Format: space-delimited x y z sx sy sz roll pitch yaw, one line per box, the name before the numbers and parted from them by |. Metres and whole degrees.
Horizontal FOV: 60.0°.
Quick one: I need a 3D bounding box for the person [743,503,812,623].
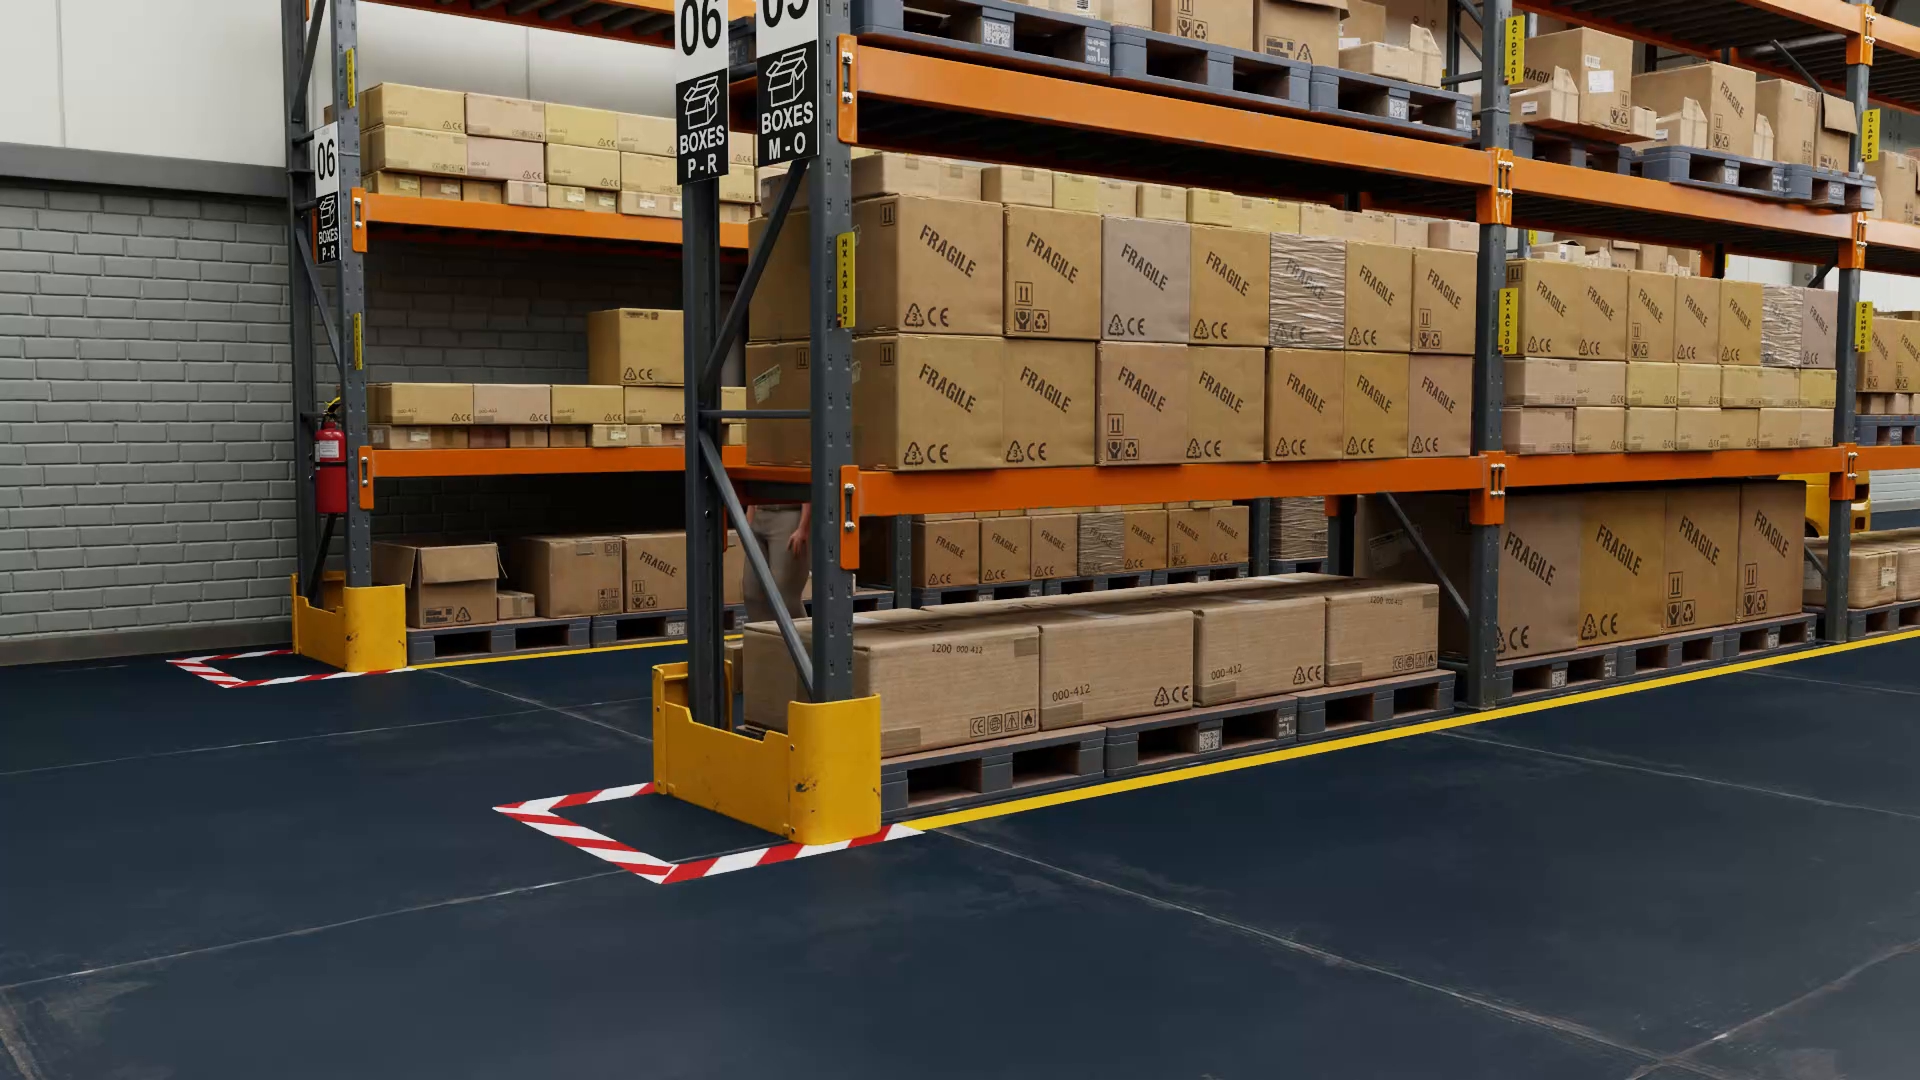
person | -1.018 -0.052 9.287 0.391 1.725 0.584 -4 6 -41
